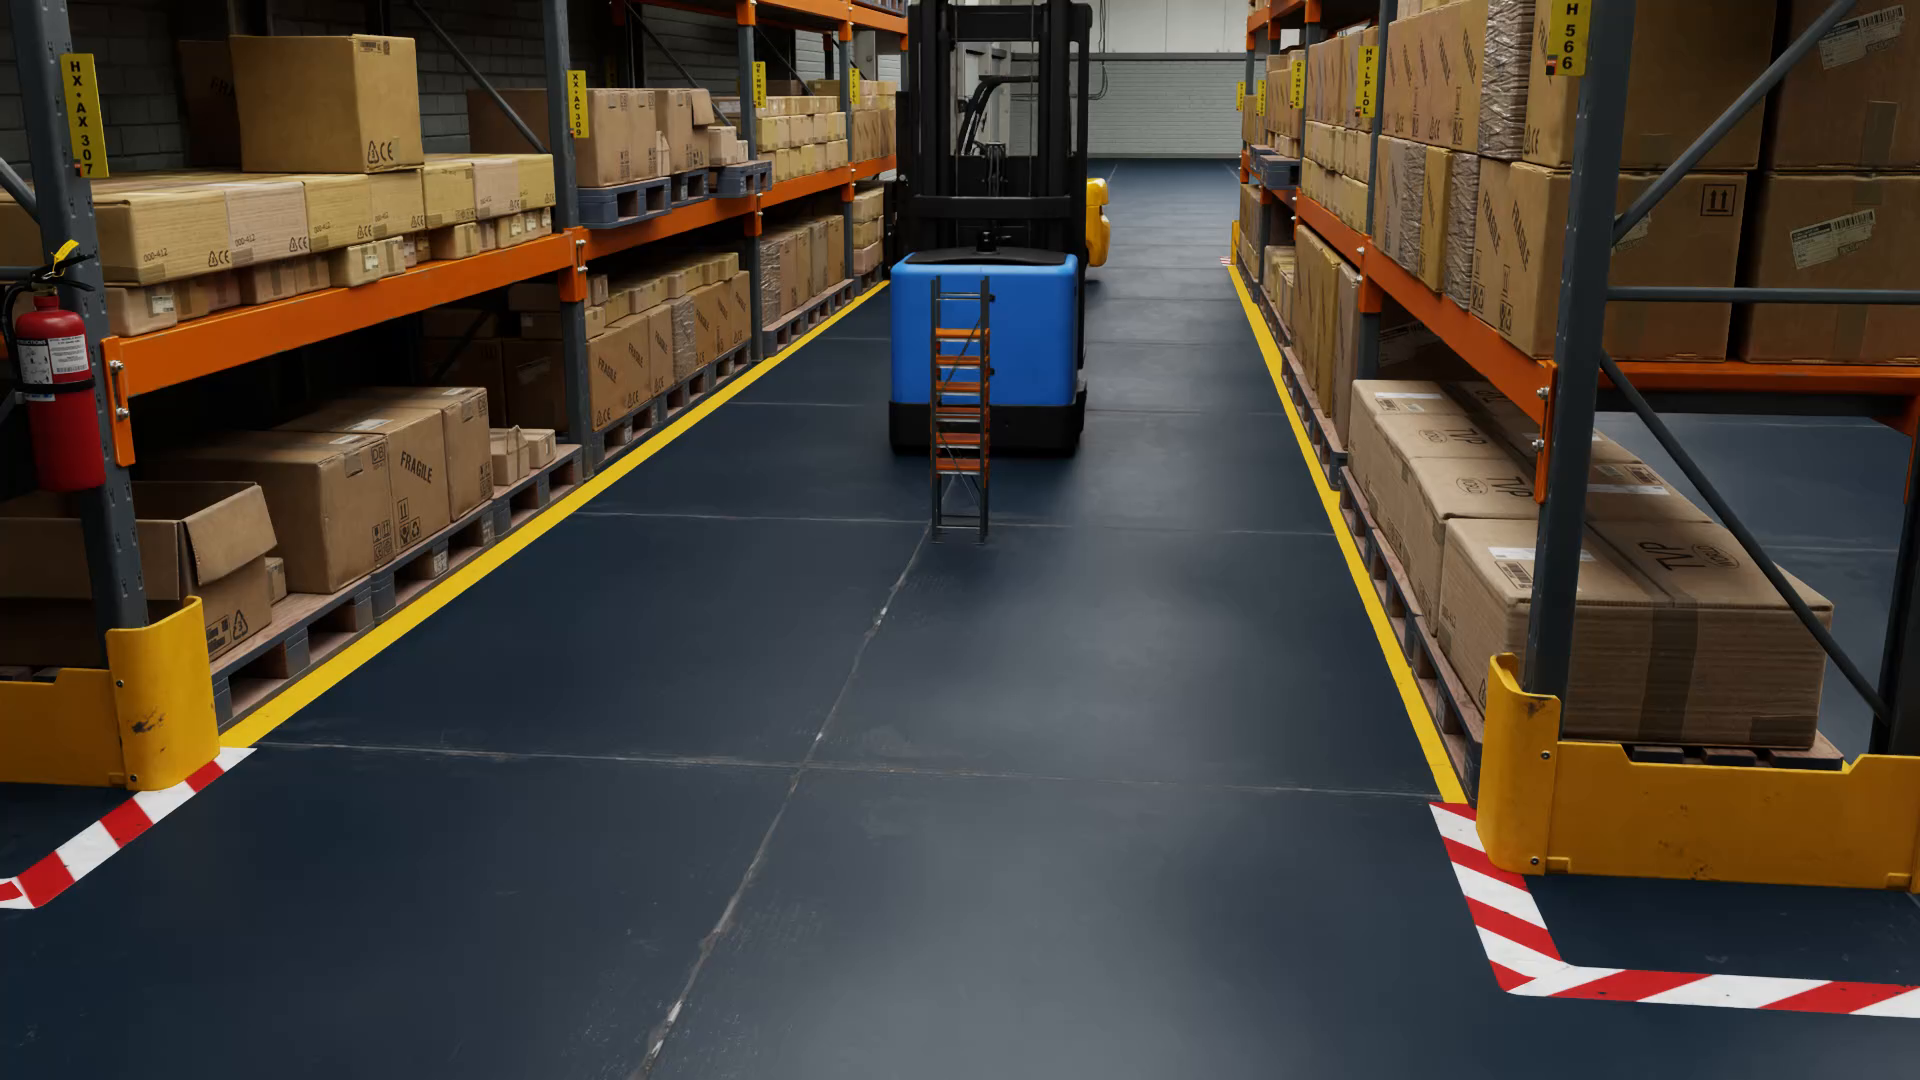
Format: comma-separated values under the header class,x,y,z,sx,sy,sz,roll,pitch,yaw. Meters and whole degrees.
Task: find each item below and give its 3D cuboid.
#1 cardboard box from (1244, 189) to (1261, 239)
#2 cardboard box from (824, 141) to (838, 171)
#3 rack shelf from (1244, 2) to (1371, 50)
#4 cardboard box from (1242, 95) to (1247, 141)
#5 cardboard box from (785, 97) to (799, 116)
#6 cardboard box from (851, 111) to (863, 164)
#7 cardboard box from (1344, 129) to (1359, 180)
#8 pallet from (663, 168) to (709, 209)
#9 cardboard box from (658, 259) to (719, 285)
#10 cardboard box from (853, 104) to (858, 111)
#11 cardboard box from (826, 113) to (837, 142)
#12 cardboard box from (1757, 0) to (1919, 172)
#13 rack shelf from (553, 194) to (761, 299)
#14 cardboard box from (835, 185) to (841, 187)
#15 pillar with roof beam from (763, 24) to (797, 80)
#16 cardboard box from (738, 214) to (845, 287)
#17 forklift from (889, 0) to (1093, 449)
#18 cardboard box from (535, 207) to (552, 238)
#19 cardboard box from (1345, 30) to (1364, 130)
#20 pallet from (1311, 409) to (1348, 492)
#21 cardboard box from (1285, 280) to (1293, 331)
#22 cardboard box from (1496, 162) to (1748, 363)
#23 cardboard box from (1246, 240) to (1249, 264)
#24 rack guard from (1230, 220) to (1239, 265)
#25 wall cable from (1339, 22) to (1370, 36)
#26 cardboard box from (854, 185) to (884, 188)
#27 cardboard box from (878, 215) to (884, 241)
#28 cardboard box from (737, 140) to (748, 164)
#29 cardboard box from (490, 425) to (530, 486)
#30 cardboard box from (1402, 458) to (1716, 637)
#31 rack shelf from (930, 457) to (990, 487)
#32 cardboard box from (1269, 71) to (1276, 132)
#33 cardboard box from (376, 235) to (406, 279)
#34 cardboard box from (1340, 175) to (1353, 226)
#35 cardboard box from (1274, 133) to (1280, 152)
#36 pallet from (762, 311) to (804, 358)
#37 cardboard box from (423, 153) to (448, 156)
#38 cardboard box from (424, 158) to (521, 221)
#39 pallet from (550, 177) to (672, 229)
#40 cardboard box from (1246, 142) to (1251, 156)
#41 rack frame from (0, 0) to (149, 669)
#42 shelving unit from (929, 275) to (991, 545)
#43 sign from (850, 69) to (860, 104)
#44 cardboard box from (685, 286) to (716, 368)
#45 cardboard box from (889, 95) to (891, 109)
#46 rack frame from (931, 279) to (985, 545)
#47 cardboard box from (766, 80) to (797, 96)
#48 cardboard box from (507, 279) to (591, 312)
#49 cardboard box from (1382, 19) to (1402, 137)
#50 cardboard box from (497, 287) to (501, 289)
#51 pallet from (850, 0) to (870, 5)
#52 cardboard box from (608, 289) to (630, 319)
class,x,y,z,sx,sy,sz,roll,pitch,yaw
cardboard box,3.339,-3.514,17.939,0.500,0.500,0.500,2,15,7
cardboard box,-1.406,-3.516,15.207,0.500,0.250,0.500,2,15,6
rack shelf,3.600,-5.332,17.265,1.077,0.370,4.000,2,15,6
cardboard box,3.497,-4.827,19.005,0.500,0.500,0.500,1,15,5
cardboard box,-1.545,-3.591,13.760,0.380,0.149,0.250,2,15,7
cardboard box,-1.248,-4.013,16.566,0.500,0.500,0.500,1,15,5
cardboard box,2.329,-2.058,8.855,0.500,0.250,0.500,2,15,8
pallet,-2.224,-2.223,10.504,1.003,0.211,1.213,2,15,6
cardboard box,-1.887,-1.855,11.518,0.380,0.149,0.250,1,15,4
cardboard box,-1.233,-4.361,16.610,0.380,0.149,0.250,2,15,8
cardboard box,-1.410,-3.758,15.143,0.500,0.250,0.500,1,15,5
cardboard box,2.358,-1.247,4.420,0.500,0.500,0.500,1,15,5
rack shelf,-2.235,-1.954,10.521,1.077,0.370,4.000,2,15,6
cardboard box,-1.469,-3.875,18.793,0.500,0.250,0.500,2,15,6
pillar with roof beam,2.197,-7.510,18.197,9.100,9.000,0.400,2,15,6
cardboard box,-1.606,-2.778,15.935,0.875,0.625,0.625,2,15,9
forklift,0.255,-2.259,10.402,1.130,2.935,3.031,1,15,5
cardboard box,-2.246,-1.571,8.208,0.380,0.149,0.250,2,15,7
cardboard box,2.324,-2.426,8.781,0.500,0.500,0.500,2,15,7
pallet,2.484,-0.494,9.084,1.003,0.211,1.213,2,15,6
cardboard box,2.997,-1.755,12.637,0.950,0.372,0.625,1,15,2
cardboard box,1.812,-0.781,4.613,0.500,0.500,0.500,2,15,7
cardboard box,3.286,-3.019,17.544,0.500,0.250,0.500,2,15,7
rack guard,3.817,-3.523,19.735,1.175,0.500,0.348,2,15,6
wall cable,12.382,-17.501,48.629,2.305,6.003,0.169,2,15,6
cardboard box,-0.947,-3.861,18.741,0.500,0.250,0.500,2,15,7
cardboard box,-1.073,-3.351,17.815,0.500,0.250,0.500,2,15,6
cardboard box,-1.702,-2.720,11.651,0.380,0.149,0.250,2,15,7
cardboard box,-2.272,-0.420,7.902,0.396,0.266,0.258,2,15,8
cardboard box,2.091,0.022,5.937,0.875,0.438,0.875,2,15,8
rack shelf,0.002,-0.308,7.594,0.258,0.103,0.180,2,15,6
cardboard box,2.911,-3.736,14.166,0.500,0.500,0.500,2,15,6
cardboard box,-2.398,-1.103,6.475,0.380,0.149,0.250,2,15,8
cardboard box,2.331,-1.821,8.937,0.500,0.250,0.500,1,15,5
cardboard box,2.824,-3.323,13.880,0.380,0.149,0.250,2,15,8
pallet,-1.877,-1.686,13.494,1.003,0.211,1.213,2,15,6
cardboard box,-2.785,-1.733,8.043,0.500,0.250,0.500,2,15,6
cardboard box,-2.317,-1.584,7.492,0.500,0.250,0.500,2,15,6
pallet,-2.262,-1.894,9.288,1.003,0.211,1.213,2,15,6
cardboard box,3.383,-4.350,18.483,0.380,0.149,0.250,2,15,7
rack frame,-2.912,-0.745,4.672,1.000,3.000,0.127,2,15,6
shelving unit,0.002,-0.583,7.519,0.258,1.200,0.189,2,15,6
sign,-1.018,-4.365,15.991,0.100,0.325,0.005,2,15,6
cardboard box,-1.967,-1.435,11.206,0.500,0.500,0.500,2,15,9
cardboard box,-0.979,-4.891,18.569,0.380,0.149,0.250,1,15,4
rack frame,-0.009,-0.559,7.432,0.240,1.200,0.006,2,15,6
cardboard box,-1.822,-4.454,16.384,0.380,0.149,0.250,2,15,6
cardboard box,-2.216,-1.322,8.978,0.380,0.149,0.250,1,15,5
cardboard box,2.178,-2.052,7.397,0.500,0.500,0.500,2,15,7
cardboard box,-2.575,-1.465,10.073,0.380,0.149,0.250,2,15,8
pallet,-1.487,-5.485,16.623,1.003,0.211,1.213,2,15,6
cardboard box,-2.166,-1.390,9.796,0.380,0.149,0.250,1,15,5
